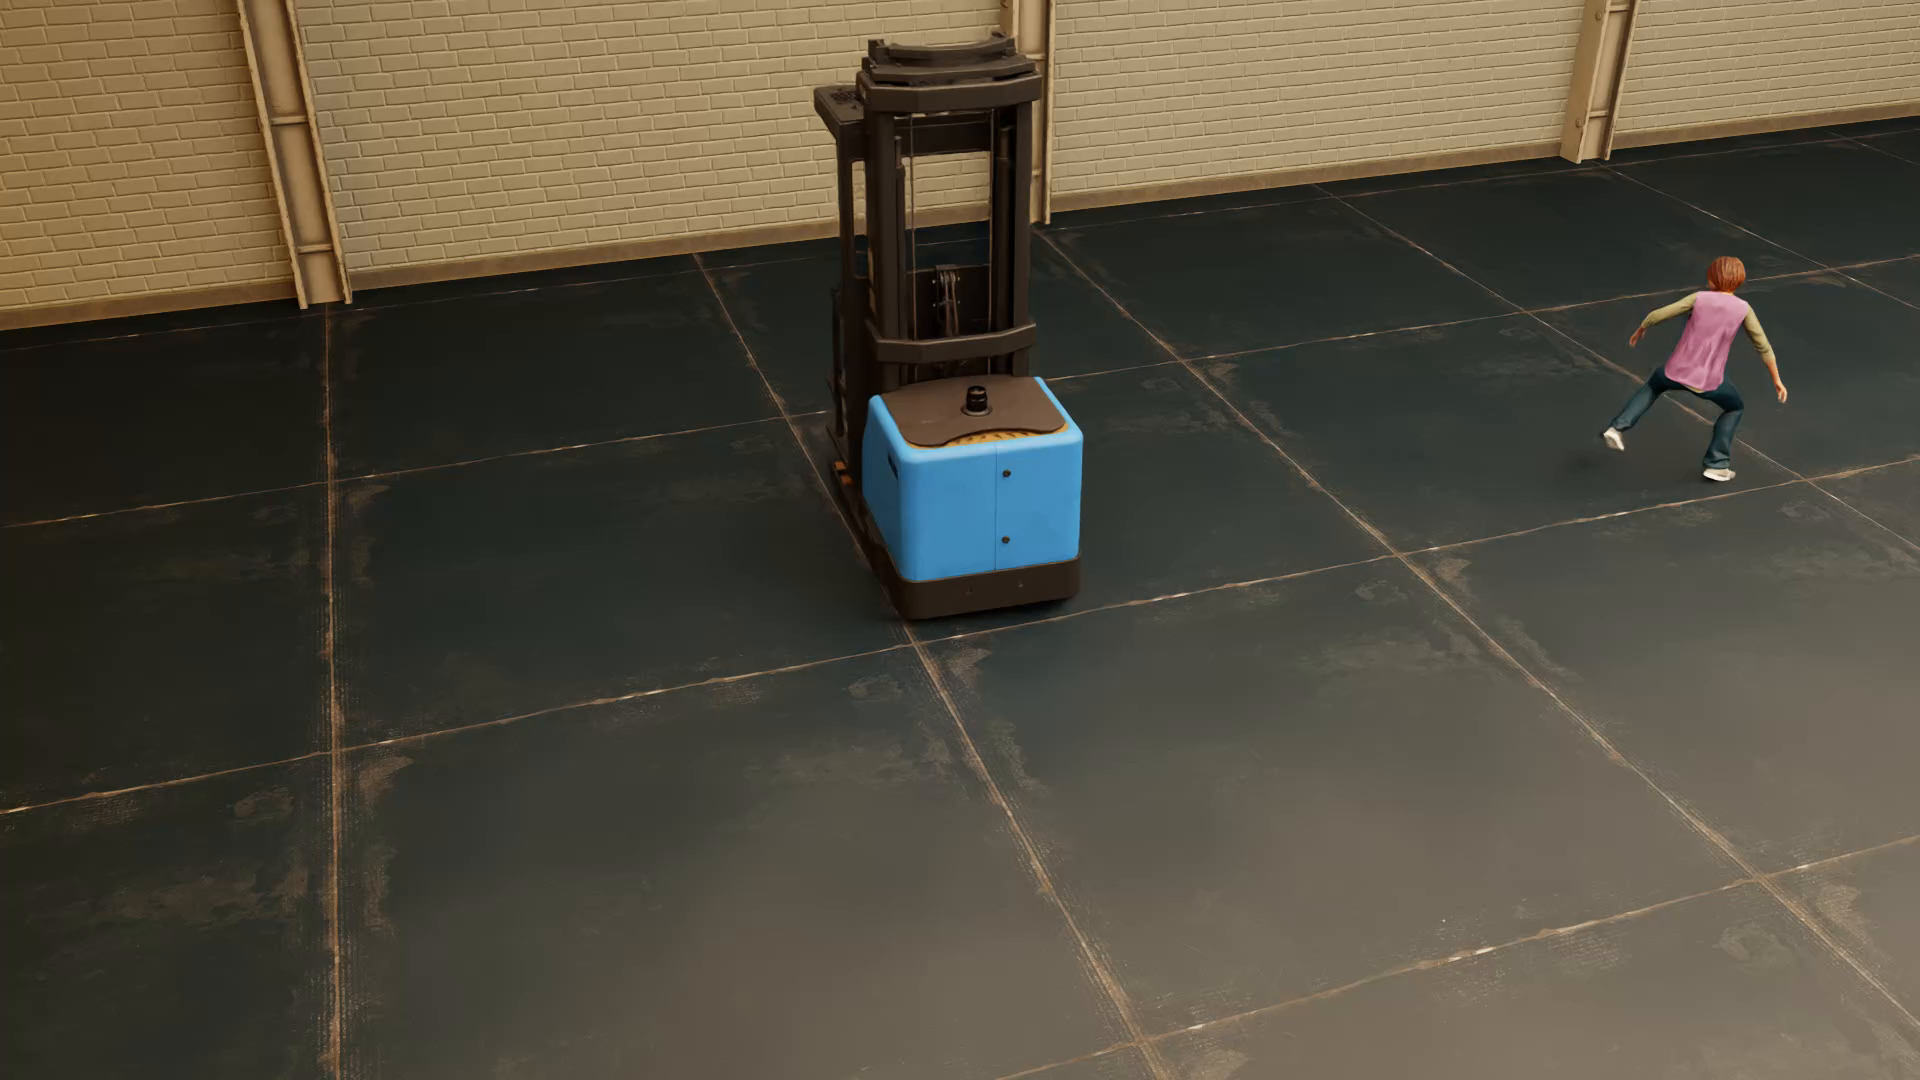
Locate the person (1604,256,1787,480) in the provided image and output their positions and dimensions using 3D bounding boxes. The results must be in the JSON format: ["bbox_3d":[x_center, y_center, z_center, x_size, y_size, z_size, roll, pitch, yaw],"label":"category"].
[{"bbox_3d":[4.681,-1.055,10.446,0.982,1.472,0.468,18,35,29],"label":"person"}]

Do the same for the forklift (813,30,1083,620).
[{"bbox_3d":[-0.208,-1.556,9.792,1.130,2.935,3.031,-8,31,-13],"label":"forklift"}]
